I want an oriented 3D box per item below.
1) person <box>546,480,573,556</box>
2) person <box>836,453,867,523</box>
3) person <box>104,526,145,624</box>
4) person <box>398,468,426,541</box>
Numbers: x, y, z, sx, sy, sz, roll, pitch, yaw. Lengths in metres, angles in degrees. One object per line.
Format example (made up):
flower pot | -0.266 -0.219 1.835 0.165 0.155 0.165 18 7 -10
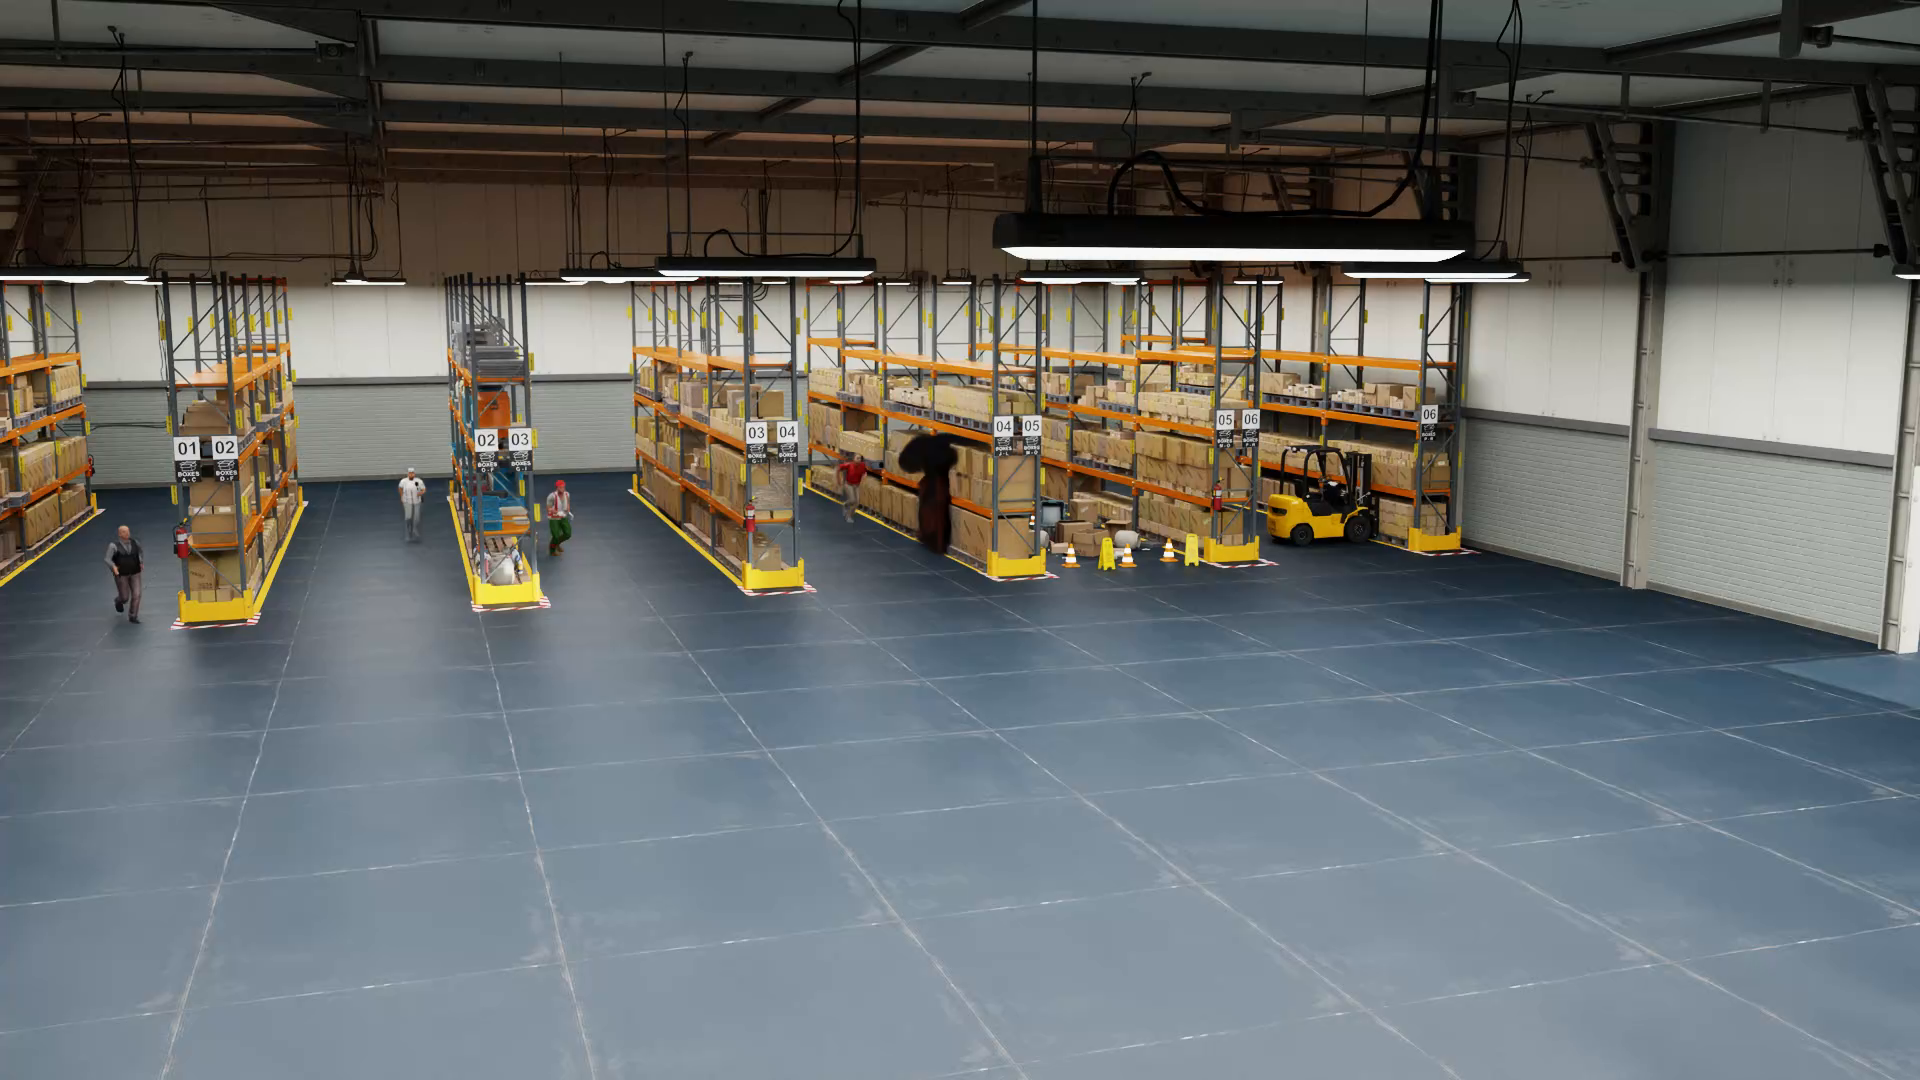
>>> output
person | -8.588 -0.465 35.665 0.770 1.670 0.681 8 11 41
person | -2.476 -1.210 38.784 0.654 1.651 0.740 -6 10 -35
person | -14.407 0.585 28.723 0.671 1.688 0.764 -8 12 -42
person | -12.518 -0.816 38.061 0.611 1.702 0.716 -3 9 -19
